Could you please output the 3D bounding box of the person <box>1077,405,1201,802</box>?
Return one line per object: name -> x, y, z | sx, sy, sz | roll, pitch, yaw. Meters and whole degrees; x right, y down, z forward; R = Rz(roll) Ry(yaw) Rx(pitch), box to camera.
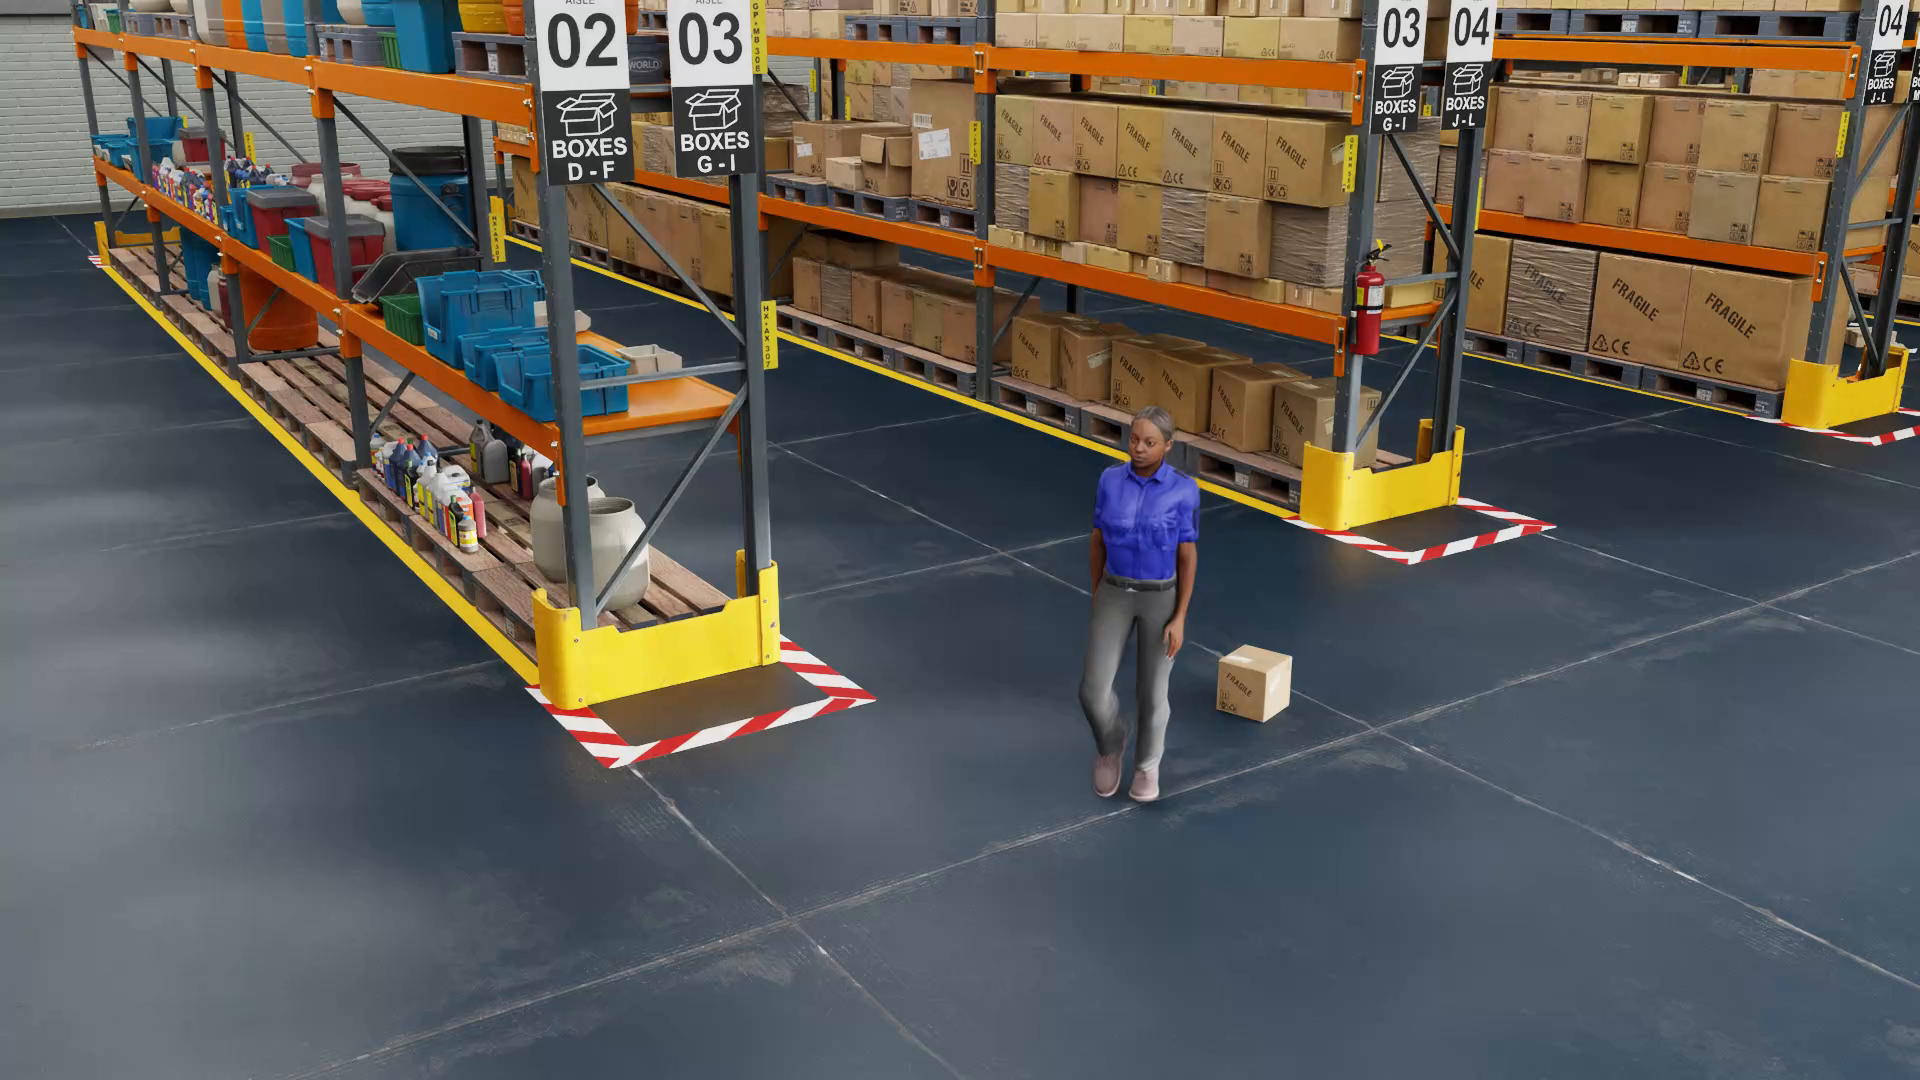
person -> 0.713, 0.288, 6.652 | 0.452, 1.678, 0.422 | 6, 19, 17
